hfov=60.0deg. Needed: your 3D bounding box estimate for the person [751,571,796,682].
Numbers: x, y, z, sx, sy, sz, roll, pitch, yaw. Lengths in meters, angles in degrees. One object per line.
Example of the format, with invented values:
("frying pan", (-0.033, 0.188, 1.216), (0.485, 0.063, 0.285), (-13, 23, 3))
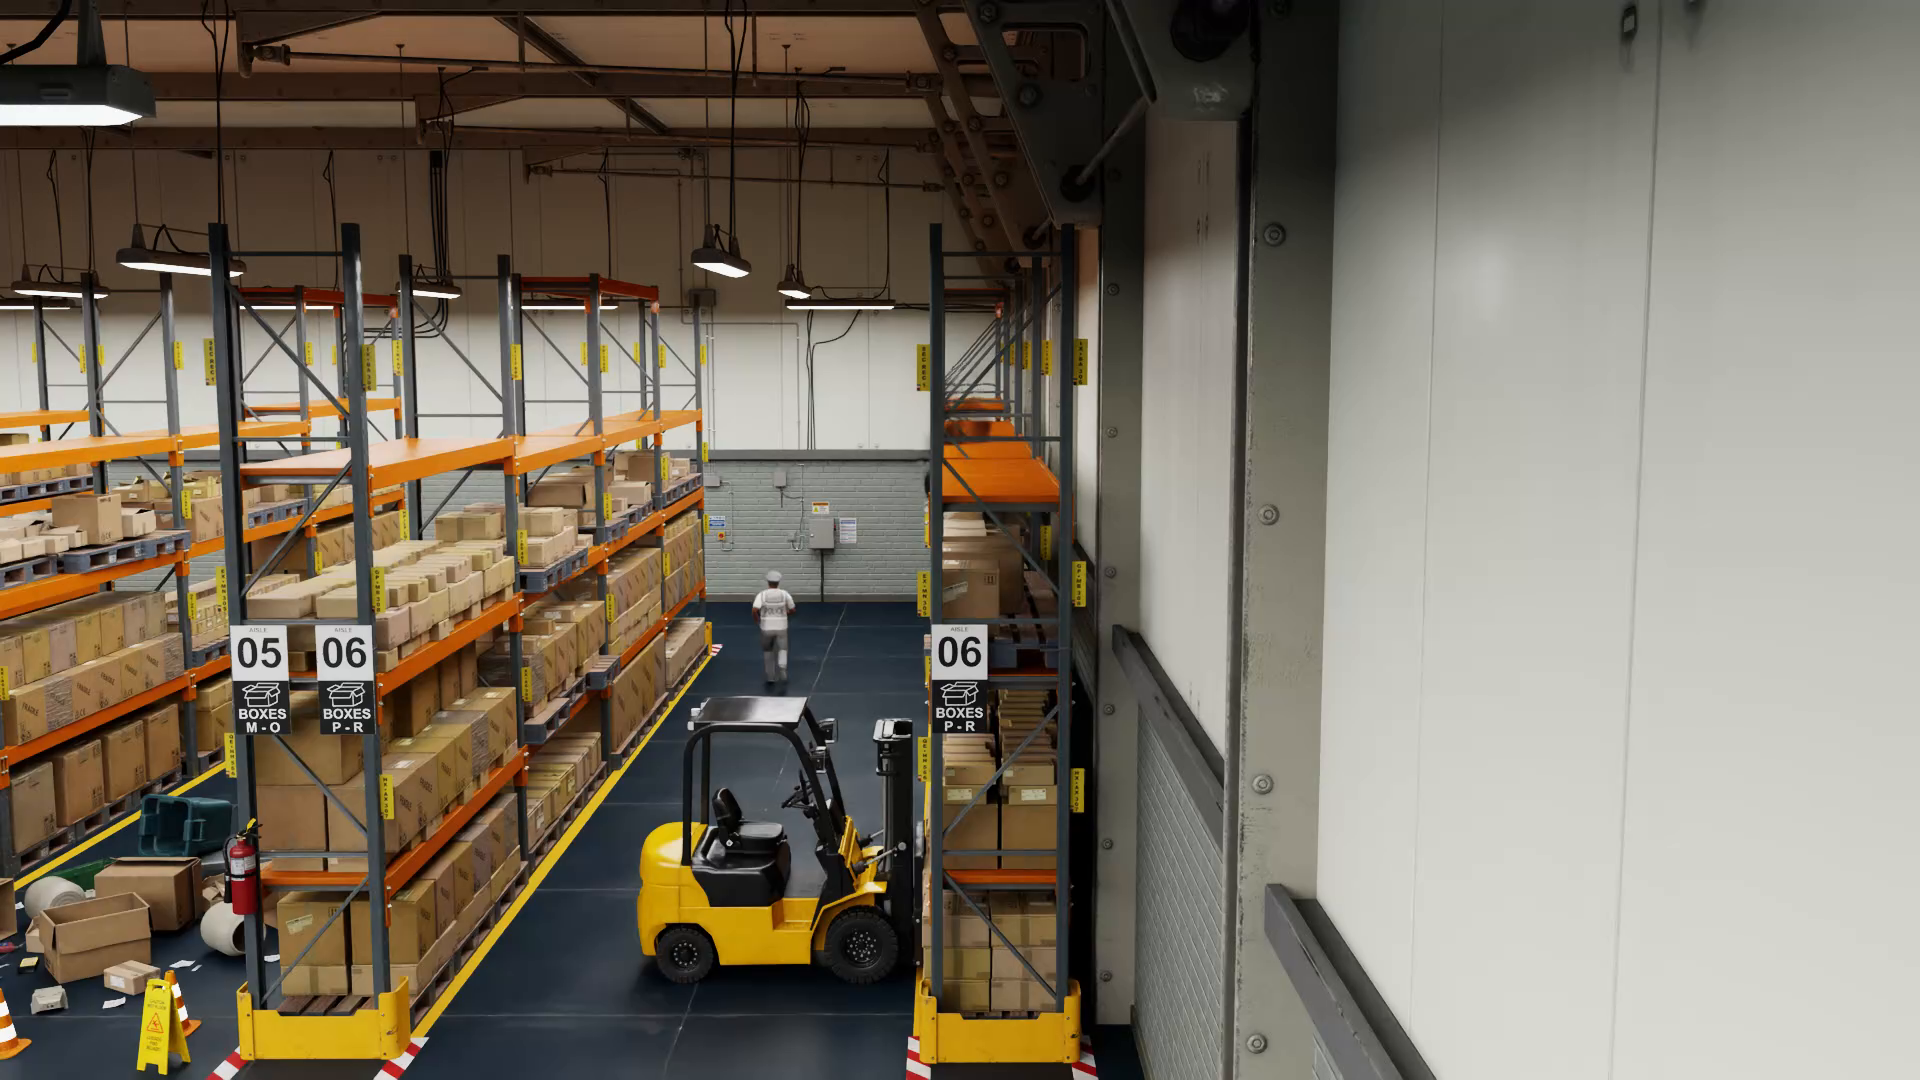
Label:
("person", (-2.846, 1.339, 25.382), (0.674, 1.746, 0.817), (-1, 7, -10))
